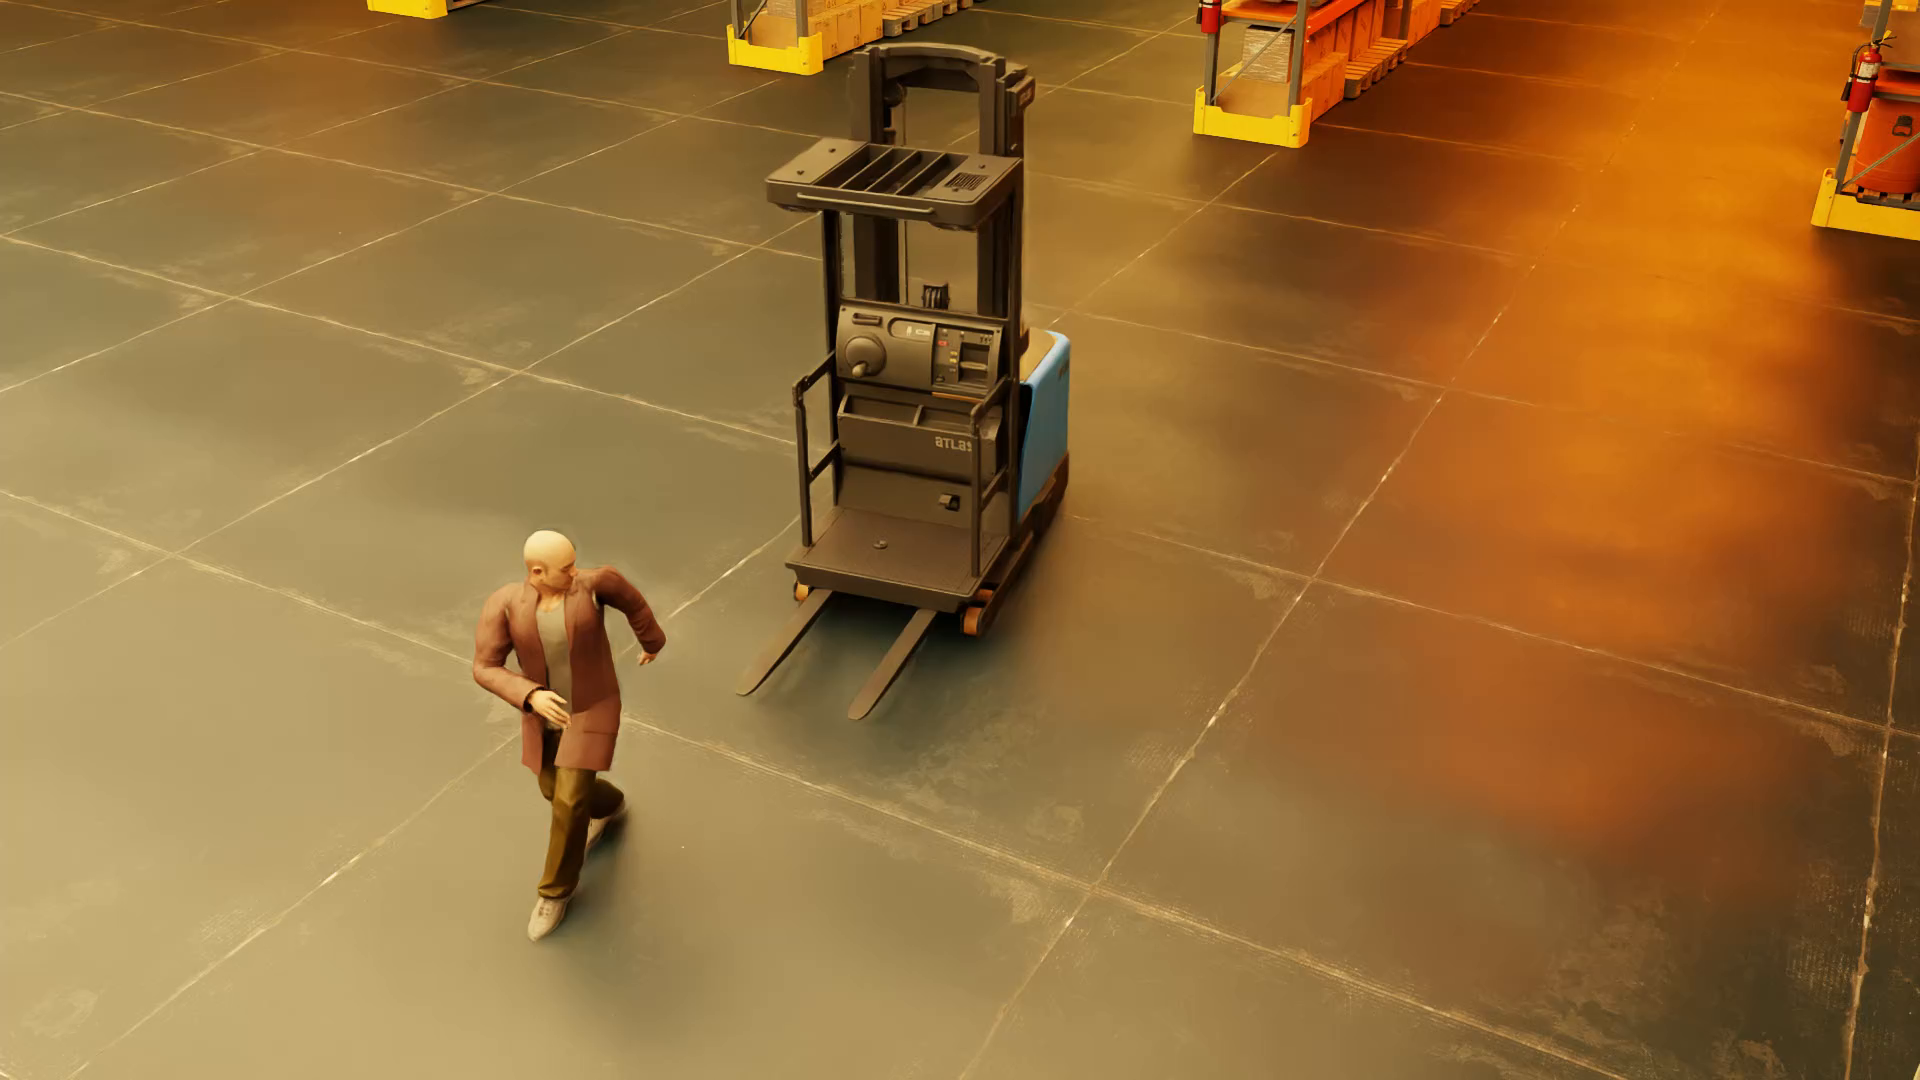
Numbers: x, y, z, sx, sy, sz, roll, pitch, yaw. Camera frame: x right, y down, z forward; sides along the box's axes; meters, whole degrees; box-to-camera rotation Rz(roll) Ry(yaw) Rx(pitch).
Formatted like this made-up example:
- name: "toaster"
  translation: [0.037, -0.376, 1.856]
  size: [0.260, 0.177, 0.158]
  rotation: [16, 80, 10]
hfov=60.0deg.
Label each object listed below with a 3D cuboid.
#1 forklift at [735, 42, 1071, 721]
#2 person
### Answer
- name: "forklift"
  translation: [-0.293, -0.973, 8.757]
  size: [1.130, 2.935, 3.031]
  rotation: [10, 32, 17]
- name: "person"
  translation: [-1.669, 0.735, 7.063]
  size: [0.613, 1.727, 1.010]
  rotation: [5, 30, 9]
